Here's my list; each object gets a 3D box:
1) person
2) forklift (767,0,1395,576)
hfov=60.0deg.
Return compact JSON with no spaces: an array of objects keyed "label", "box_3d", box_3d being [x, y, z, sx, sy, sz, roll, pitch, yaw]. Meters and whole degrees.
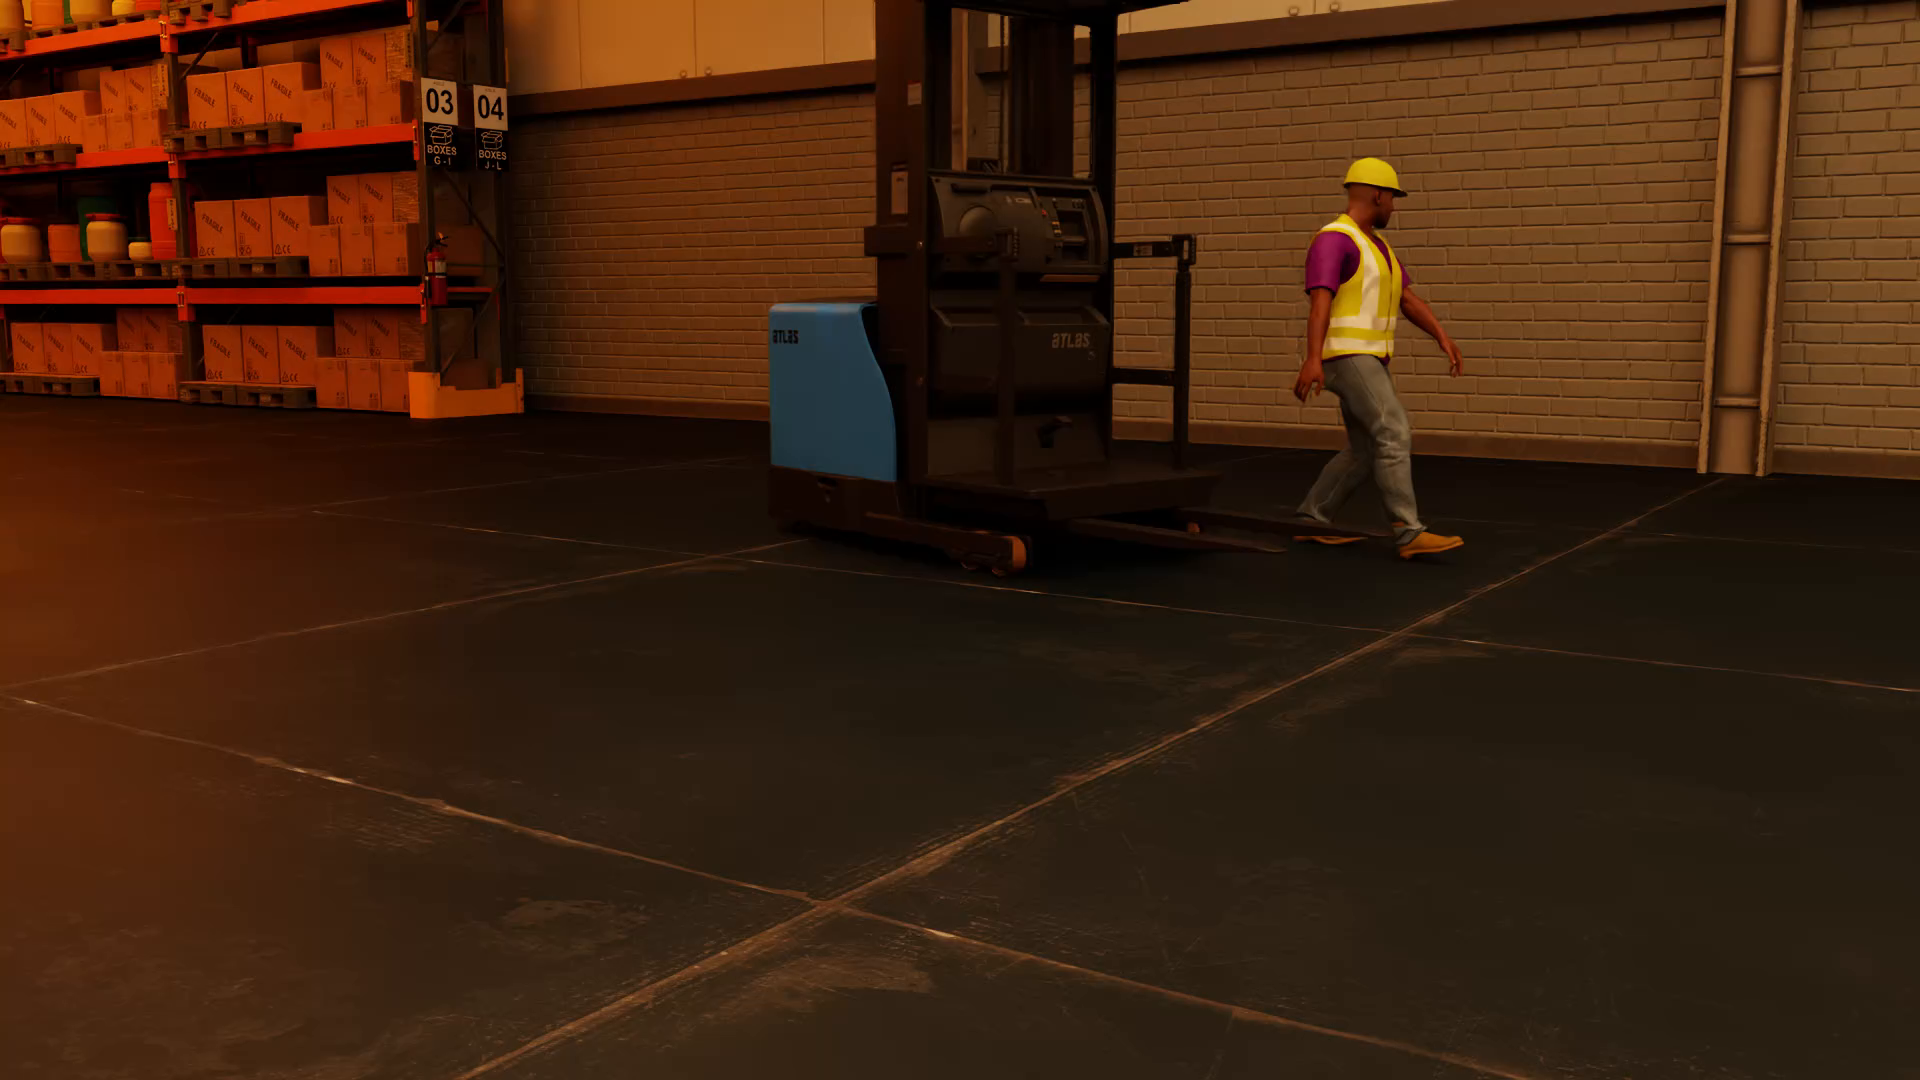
[{"label":"person","box_3d":[1.802,-0.781,7.129,0.865,1.702,0.771,5,9,30]},{"label":"forklift","box_3d":[0.399,-1.385,6.932,1.130,2.935,3.031,-7,10,-39]}]
